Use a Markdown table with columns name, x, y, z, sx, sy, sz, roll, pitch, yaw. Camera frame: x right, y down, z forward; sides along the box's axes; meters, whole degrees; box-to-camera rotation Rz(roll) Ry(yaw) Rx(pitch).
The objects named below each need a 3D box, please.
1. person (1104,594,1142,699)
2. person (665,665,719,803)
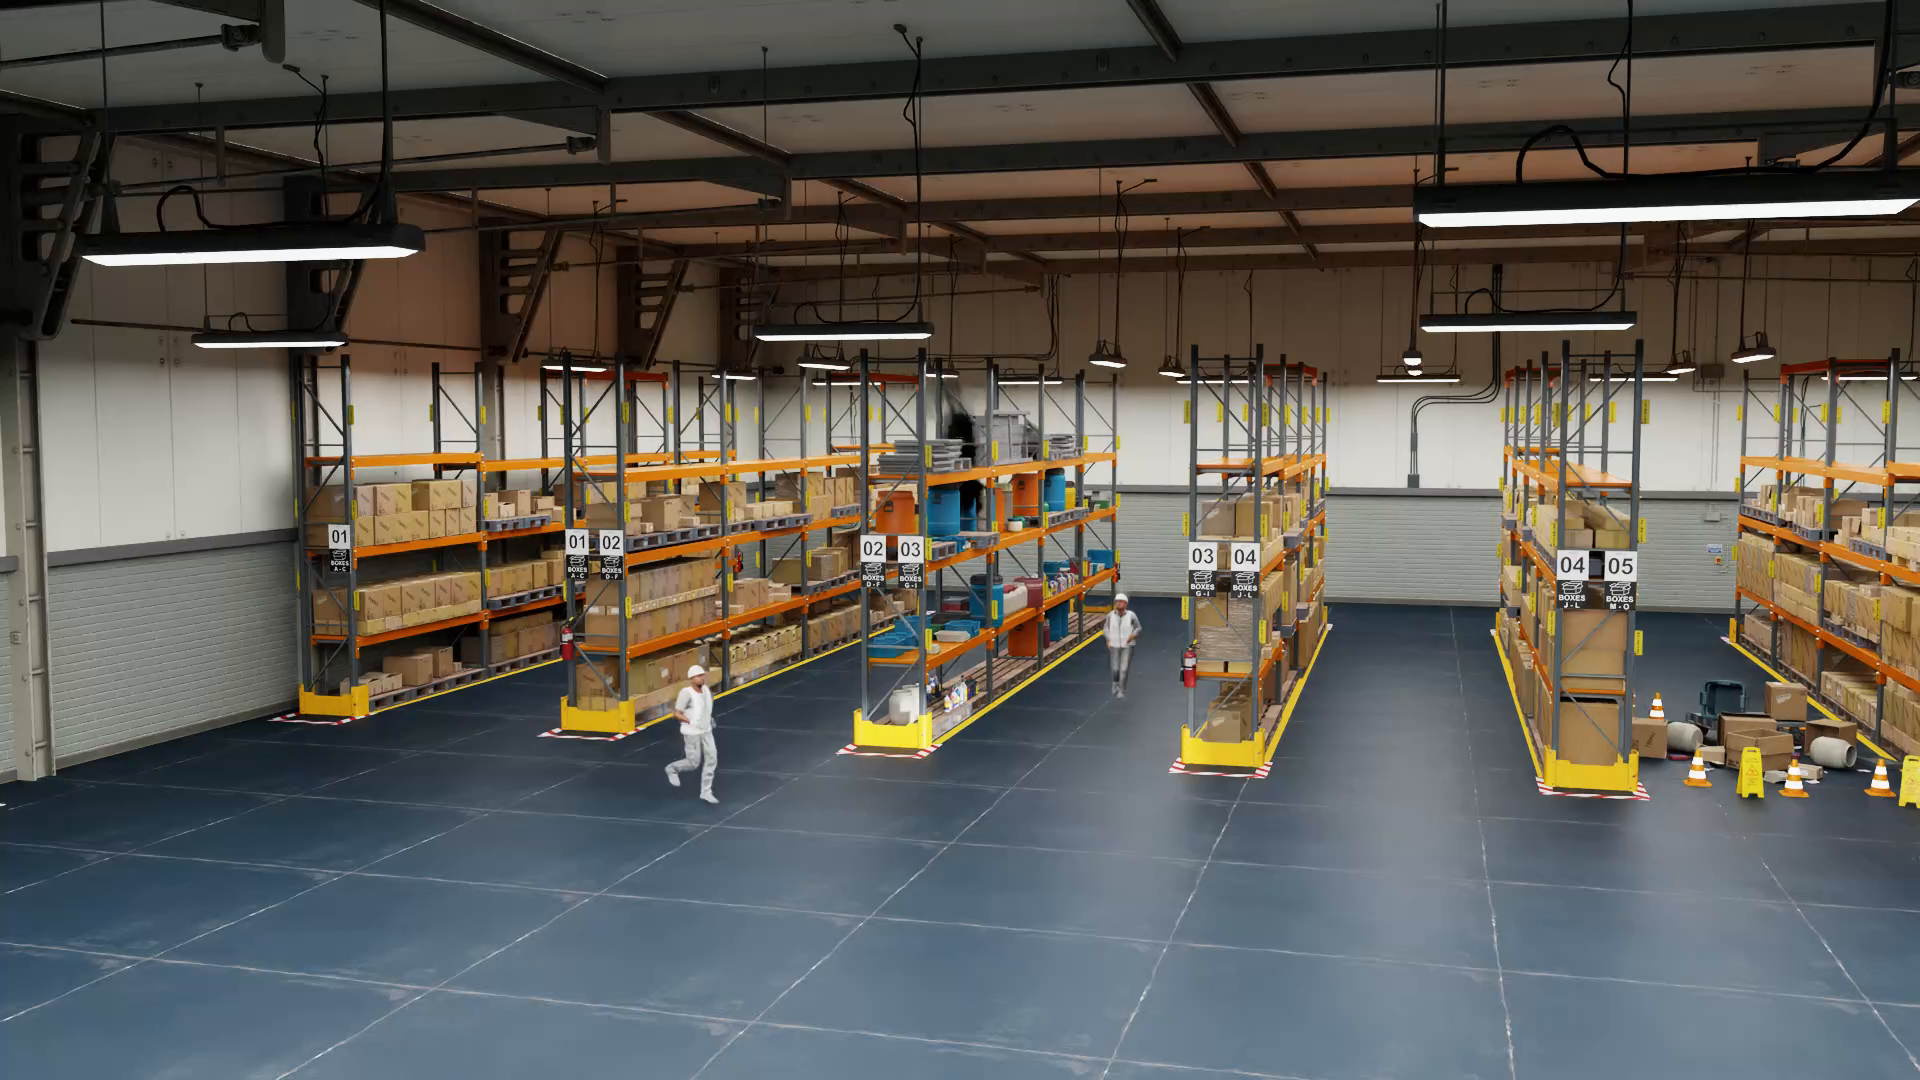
| name | x | y | z | sx | sy | sz | roll | pitch | yaw |
| --- | --- | --- | --- | --- | --- | --- | --- | --- | --- |
| person | 2.703 | 1.767 | 27.728 | 0.656 | 1.753 | 0.575 | 1 | 4 | 14 |
| person | -3.479 | 2.517 | 21.686 | 0.851 | 1.783 | 0.674 | 3 | 5 | 34 |
